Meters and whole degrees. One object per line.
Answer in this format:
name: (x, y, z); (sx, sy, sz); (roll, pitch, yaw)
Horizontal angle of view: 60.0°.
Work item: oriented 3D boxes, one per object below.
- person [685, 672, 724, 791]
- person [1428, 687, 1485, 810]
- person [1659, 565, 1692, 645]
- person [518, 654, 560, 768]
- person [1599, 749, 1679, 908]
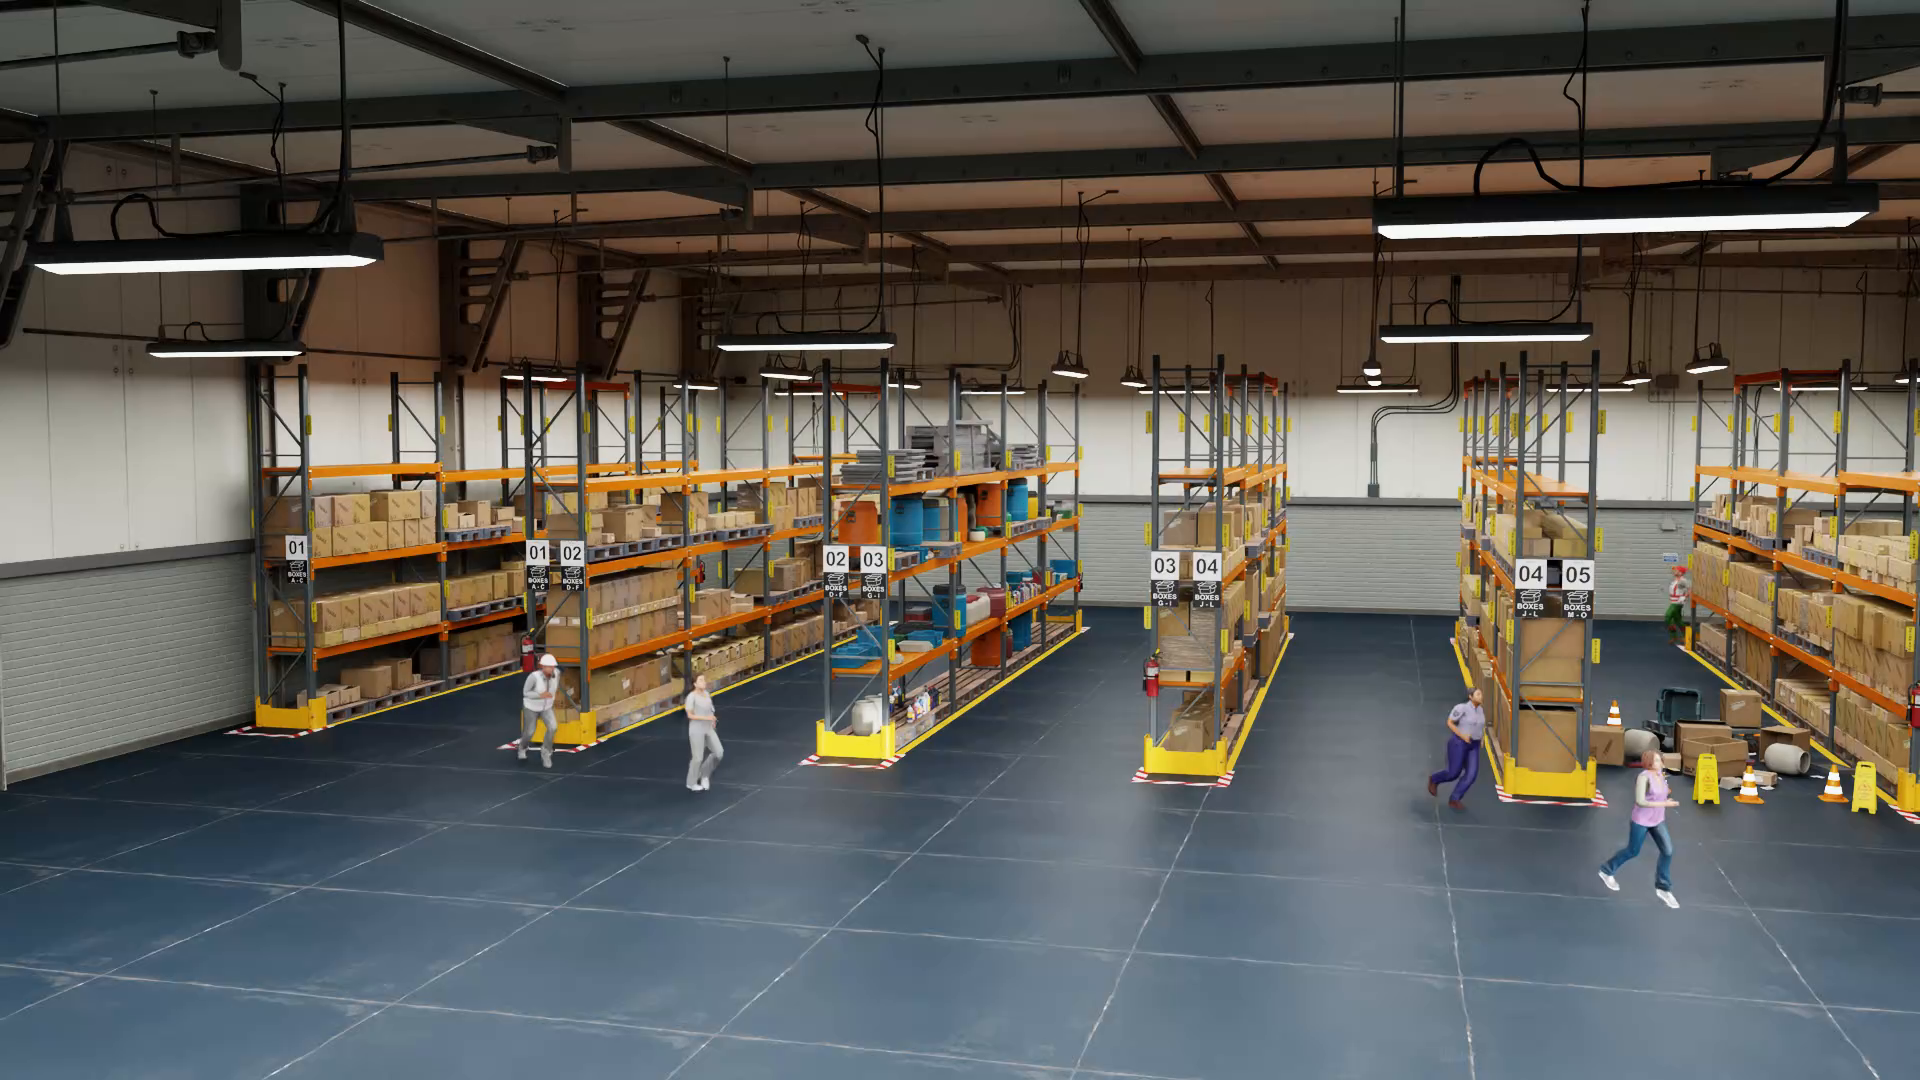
person: (-3.491, 2.608, 22.616); (0.631, 1.635, 0.542); (3, 5, 41)
person: (6.648, 2.717, 22.002); (0.672, 1.578, 0.690); (-2, 4, -23)
person: (16.373, 1.488, 38.010); (0.705, 1.824, 0.632); (1, 4, 11)
person: (-6.200, 2.503, 24.487); (0.695, 1.717, 0.999); (-4, 6, -45)
person: (7.199, 2.995, 17.524); (0.549, 1.629, 0.850); (-3, 5, -33)
